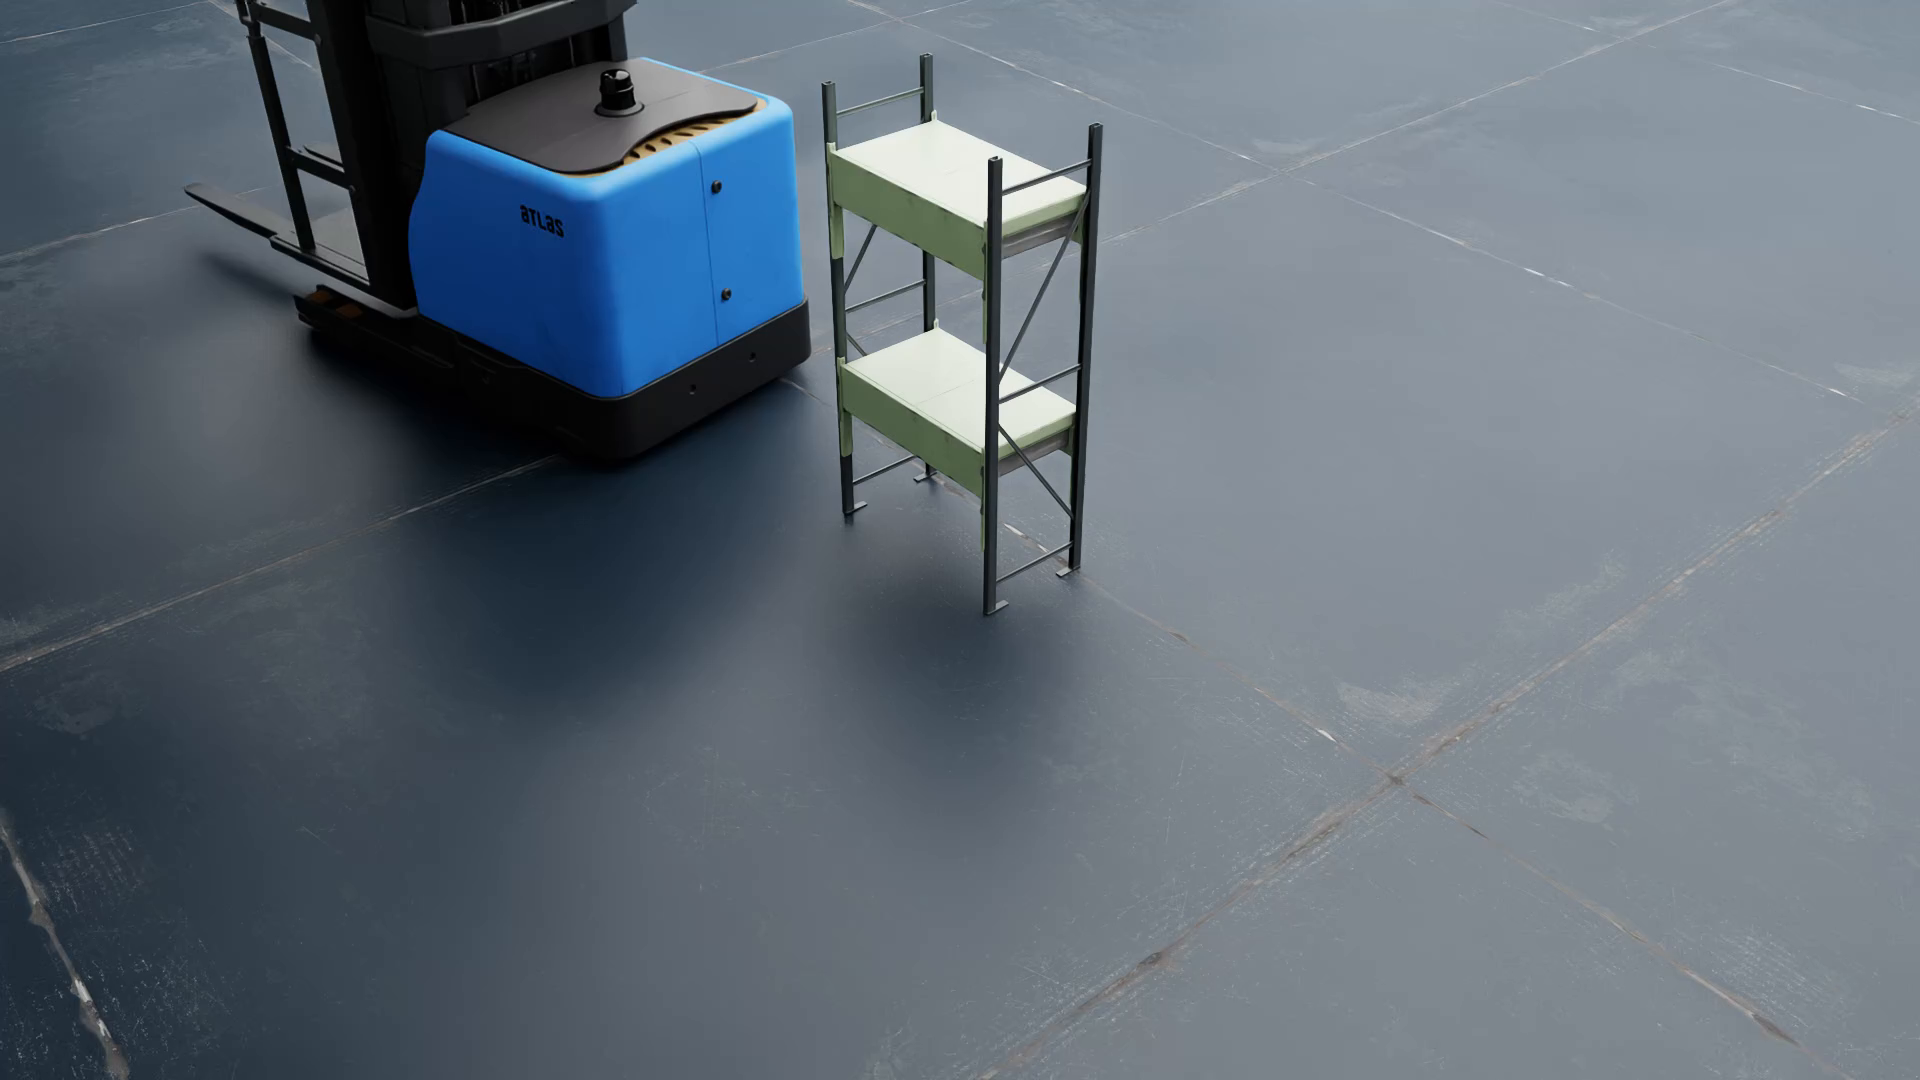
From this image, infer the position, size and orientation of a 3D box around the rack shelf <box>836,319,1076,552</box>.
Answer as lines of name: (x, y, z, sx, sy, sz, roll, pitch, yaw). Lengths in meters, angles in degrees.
rack shelf: (-0.004, -0.349, 5.289, 0.431, 0.370, 0.720, -26, 43, -32)

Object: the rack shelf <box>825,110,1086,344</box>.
rack shelf: (-0.004, -0.933, 4.875, 0.431, 0.370, 0.720, -26, 43, -32)

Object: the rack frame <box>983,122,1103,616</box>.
rack frame: (0.232, -0.453, 4.873, 0.400, 1.500, 0.023, -26, 43, -32)

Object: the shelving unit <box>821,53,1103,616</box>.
shelving unit: (-0.004, -0.615, 5.101, 0.431, 1.500, 0.755, -26, 43, -32)

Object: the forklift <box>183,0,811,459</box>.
forklift: (-2.042, -2.177, 6.068, 3.031, 2.935, 1.130, 25, 42, 31)

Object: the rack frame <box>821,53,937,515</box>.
rack frame: (-0.241, -0.777, 5.329, 0.400, 1.500, 0.023, -26, 43, -32)
